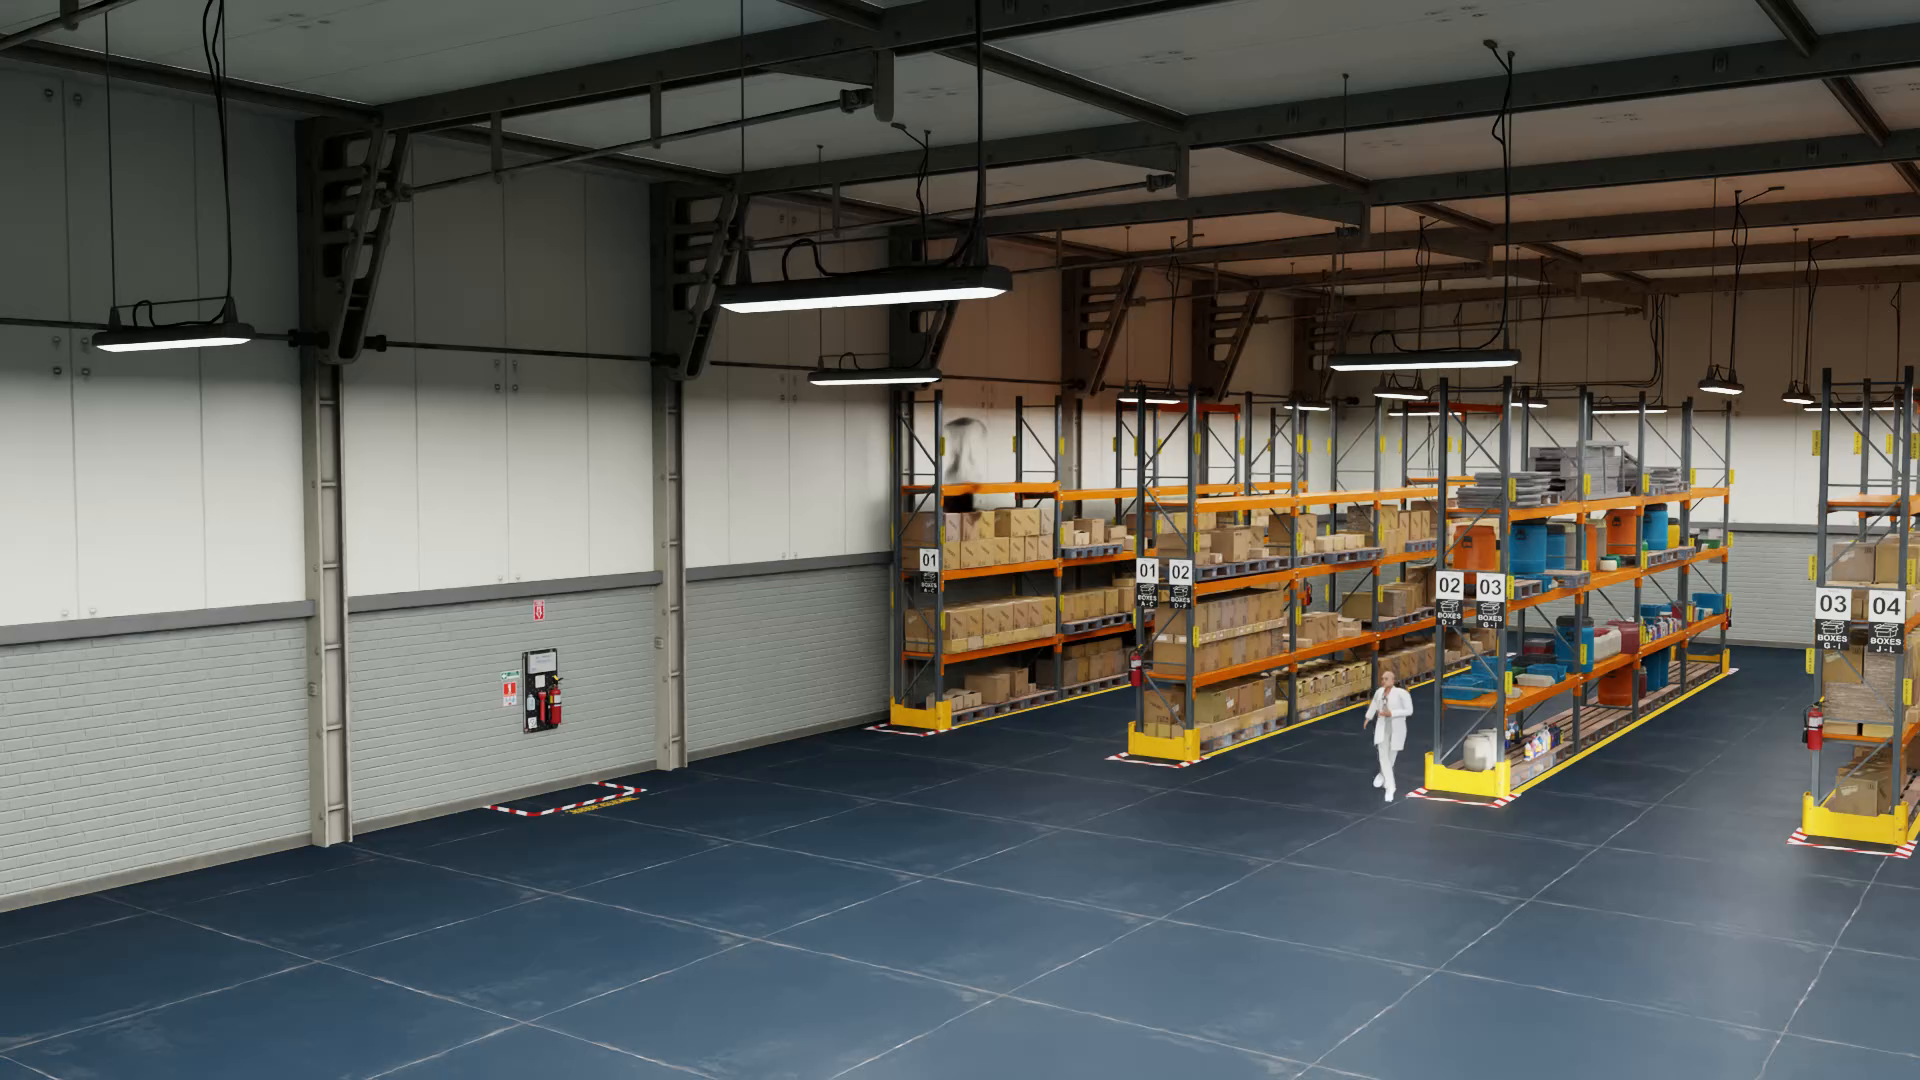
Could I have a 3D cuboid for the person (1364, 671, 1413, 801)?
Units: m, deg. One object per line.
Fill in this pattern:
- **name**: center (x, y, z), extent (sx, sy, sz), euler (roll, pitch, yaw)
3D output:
- **person**: center (6.138, 2.785, 23.899), extent (0.761, 1.805, 0.919), euler (2, 4, 27)
